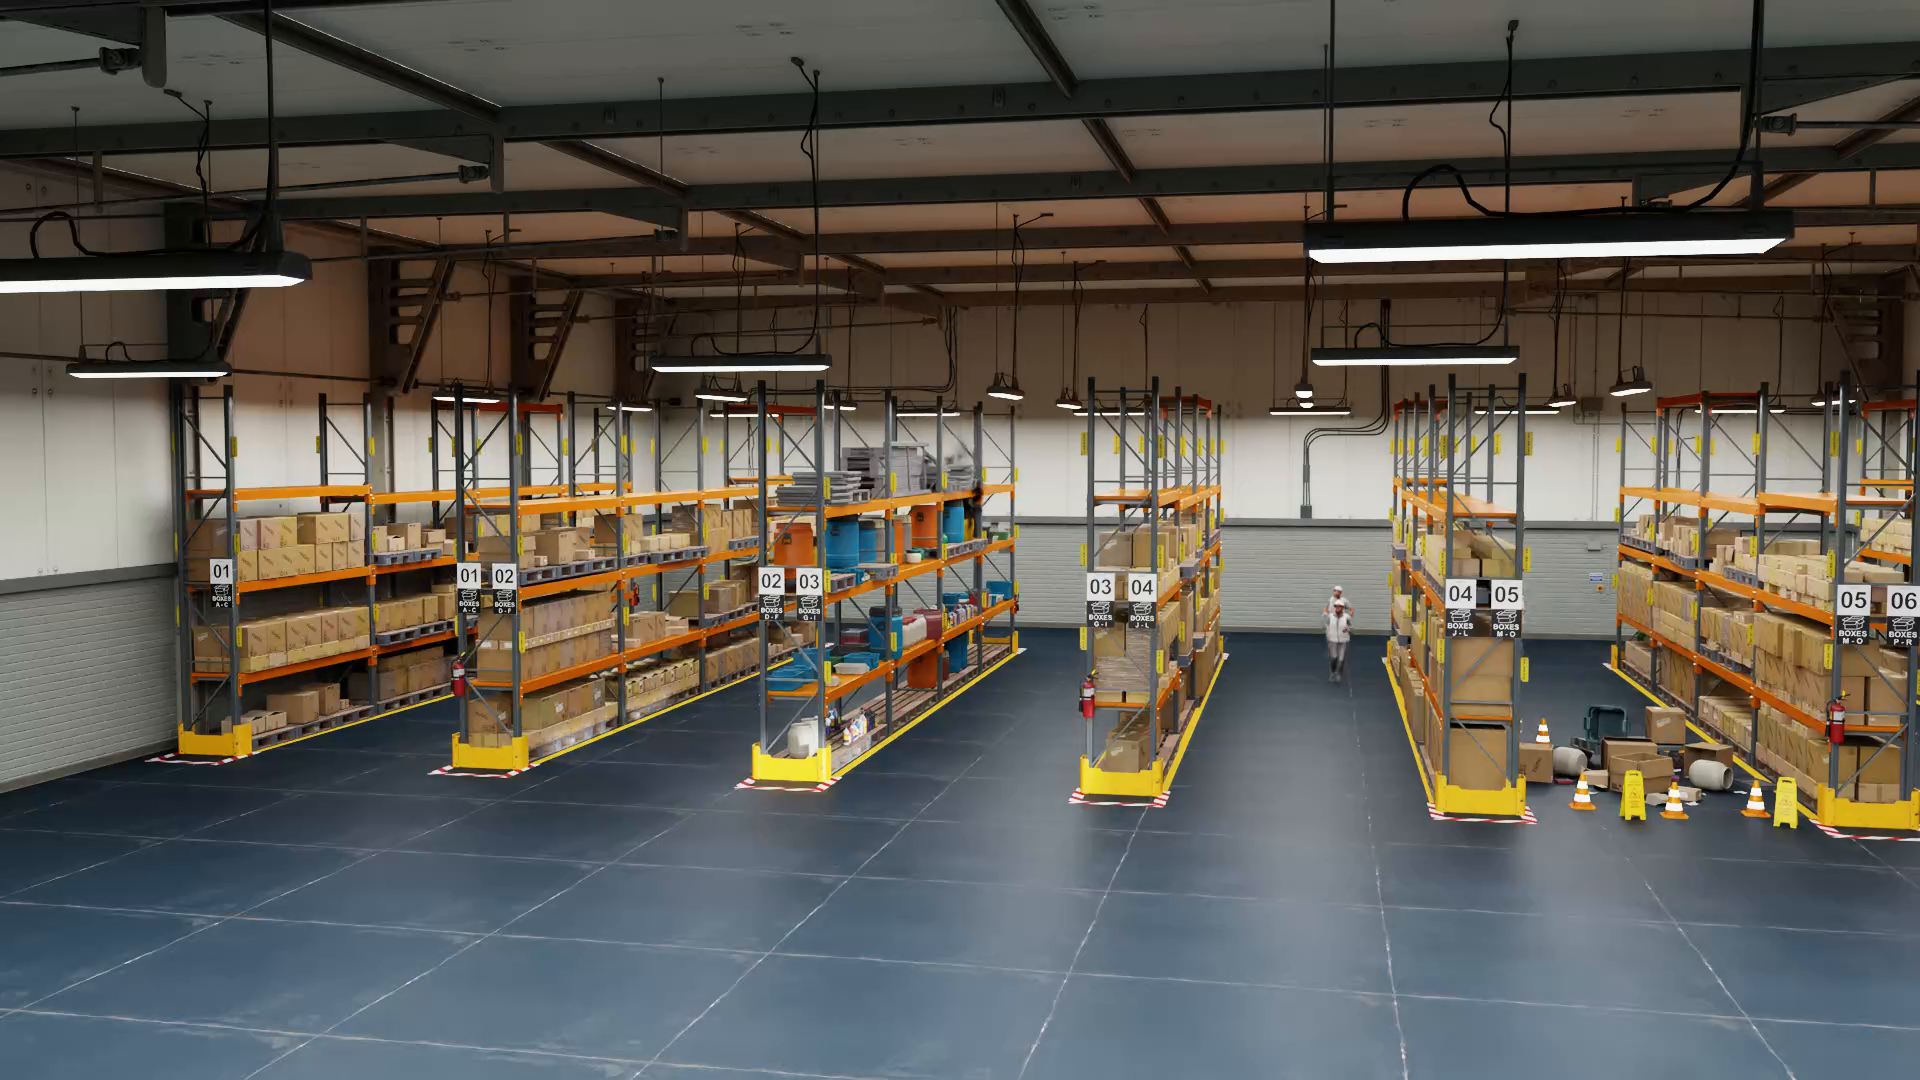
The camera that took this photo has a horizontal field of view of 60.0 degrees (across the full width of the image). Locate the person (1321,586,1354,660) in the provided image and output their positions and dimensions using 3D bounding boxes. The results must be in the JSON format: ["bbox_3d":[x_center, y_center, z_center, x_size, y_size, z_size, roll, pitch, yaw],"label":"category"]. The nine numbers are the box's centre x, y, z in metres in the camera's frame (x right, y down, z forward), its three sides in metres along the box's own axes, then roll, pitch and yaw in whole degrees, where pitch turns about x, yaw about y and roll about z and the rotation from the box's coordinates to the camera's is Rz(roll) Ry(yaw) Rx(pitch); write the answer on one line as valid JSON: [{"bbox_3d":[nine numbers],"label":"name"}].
[{"bbox_3d":[8.799,1.950,39.001,0.656,1.770,0.717,-3,4,-39],"label":"person"}]

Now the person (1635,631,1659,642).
[{"bbox_3d":[16.051,1.980,38.656,0.884,1.767,0.766,3,4,38],"label":"person"}]

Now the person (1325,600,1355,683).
[{"bbox_3d":[8.037,2.161,35.238,0.627,1.789,0.704,1,3,15],"label":"person"}]
